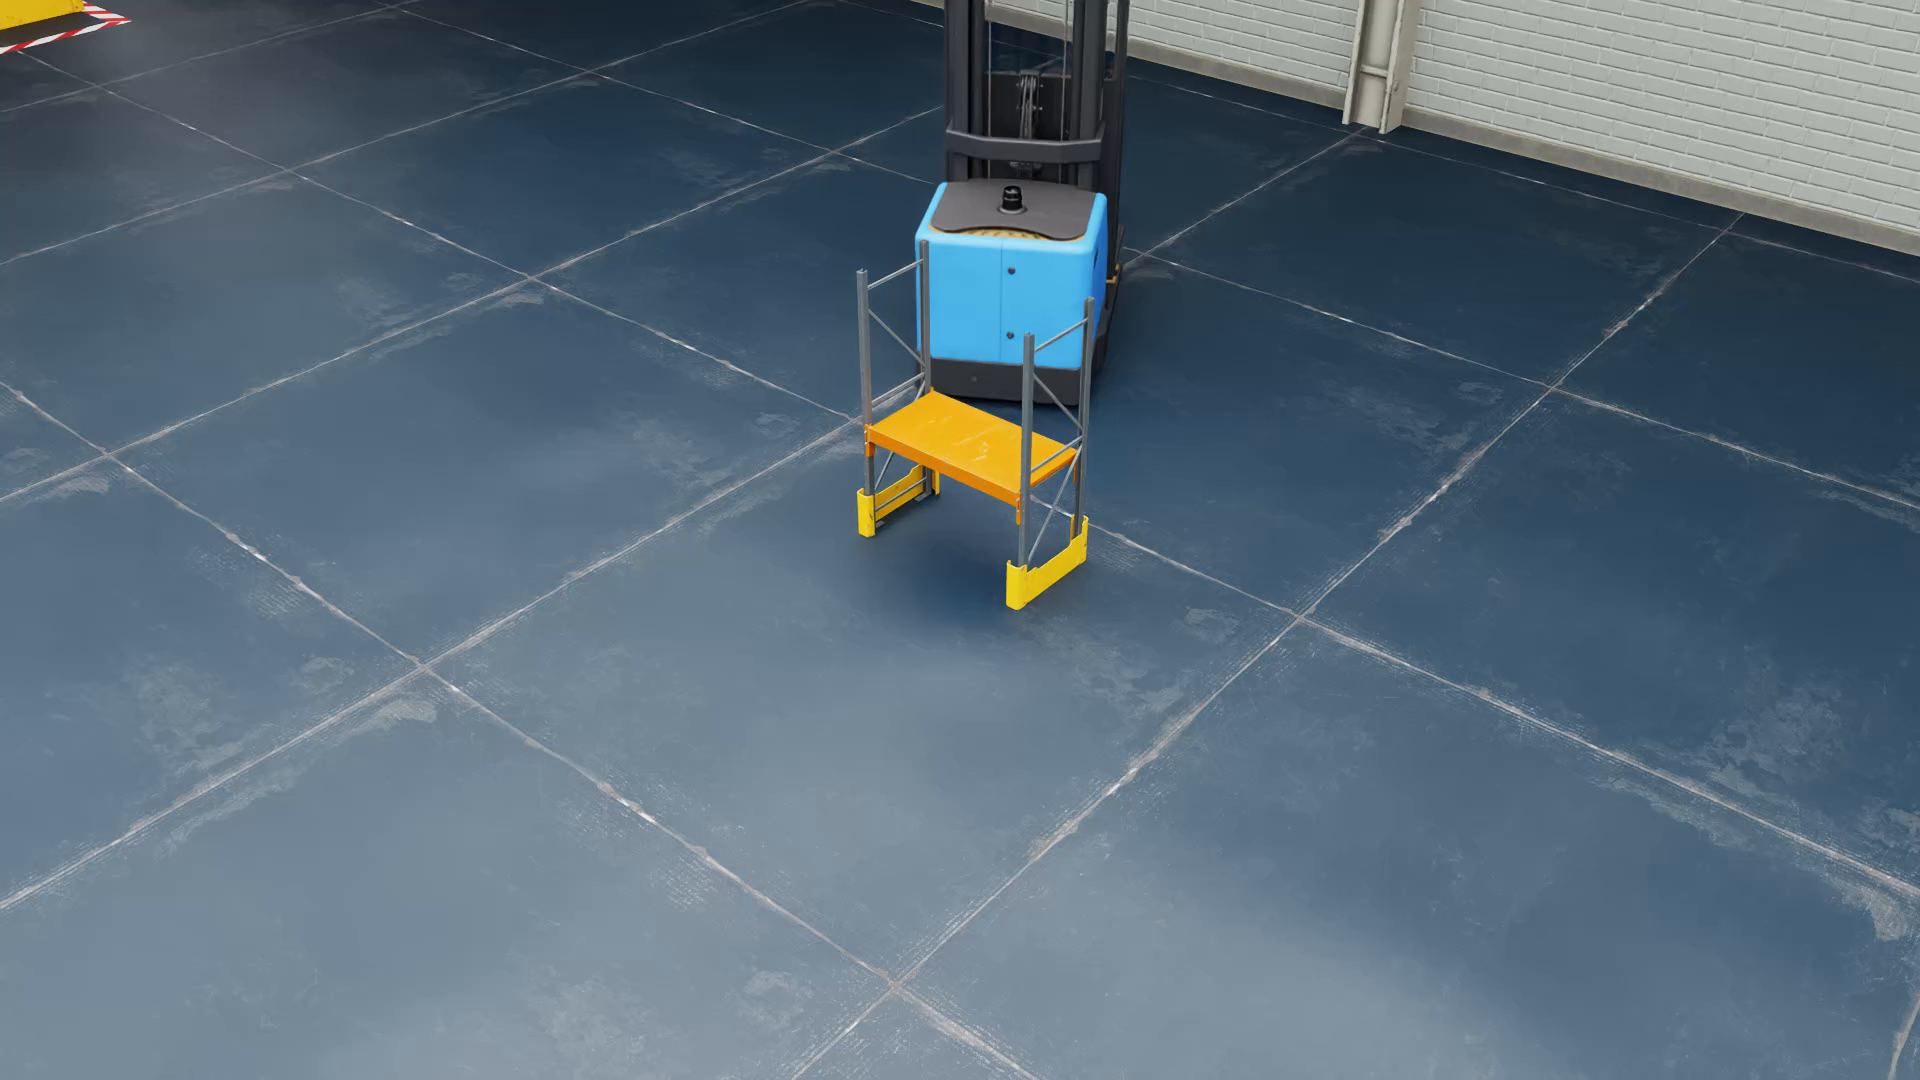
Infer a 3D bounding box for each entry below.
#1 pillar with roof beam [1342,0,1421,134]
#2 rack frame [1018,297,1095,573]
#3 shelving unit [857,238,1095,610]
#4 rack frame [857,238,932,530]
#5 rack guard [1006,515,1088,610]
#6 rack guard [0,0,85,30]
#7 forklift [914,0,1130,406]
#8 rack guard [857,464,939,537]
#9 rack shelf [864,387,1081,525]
[{"bbox_3d":[0.659,-5.289,8.502,0.400,9.000,9.100,25,42,32],"label":"pillar with roof beam"},{"bbox_3d":[0.456,-0.403,8.012,0.032,1.500,0.500,25,42,32],"label":"rack frame"},{"bbox_3d":[0.059,-0.591,8.285,1.083,1.500,0.587,25,42,32],"label":"shelving unit"},{"bbox_3d":[-0.325,-0.771,8.549,0.032,1.500,0.500,25,42,32],"label":"rack frame"},{"bbox_3d":[0.441,0.105,8.376,0.087,0.250,0.587,25,42,32],"label":"rack guard"},{"bbox_3d":[-9.082,-5.227,15.920,0.348,0.500,1.175,25,42,32],"label":"rack guard"},{"bbox_3d":[0.493,-2.824,10.274,1.130,2.935,3.031,6,35,8],"label":"forklift"},{"bbox_3d":[-0.324,-0.256,8.902,0.087,0.250,0.587,25,42,32],"label":"rack guard"},{"bbox_3d":[0.066,-0.439,8.382,1.000,0.185,0.538,25,42,32],"label":"rack shelf"}]
